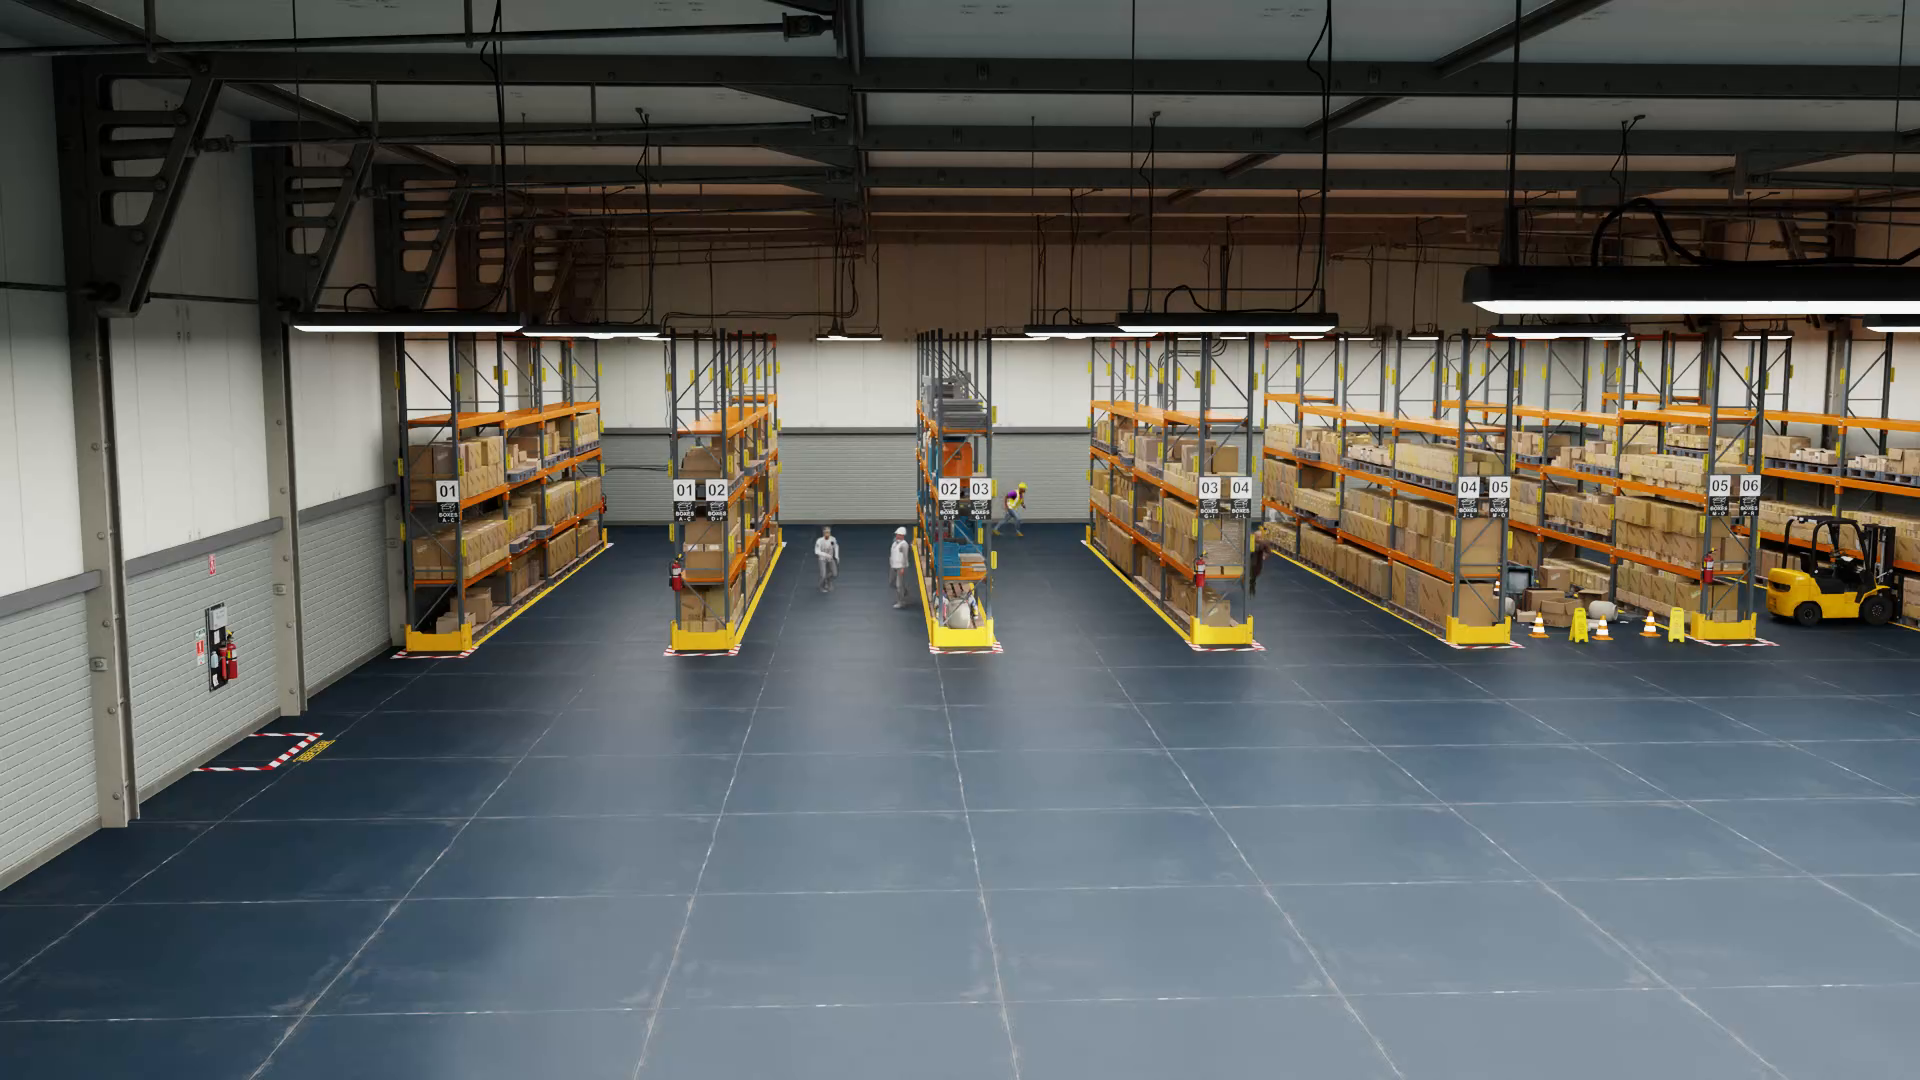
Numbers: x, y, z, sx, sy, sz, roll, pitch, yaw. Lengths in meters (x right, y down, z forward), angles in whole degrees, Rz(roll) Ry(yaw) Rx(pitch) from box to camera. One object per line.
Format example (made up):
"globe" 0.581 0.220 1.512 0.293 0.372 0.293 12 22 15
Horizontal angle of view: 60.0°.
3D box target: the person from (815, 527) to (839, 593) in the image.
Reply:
"person" -3.045 0.458 38.121 0.604 1.573 0.746 -3 7 -21

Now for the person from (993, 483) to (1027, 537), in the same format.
"person" 1.499 -0.900 49.343 1.078 1.613 0.720 3 7 25

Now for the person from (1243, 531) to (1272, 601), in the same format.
"person" 6.583 0.541 37.250 0.697 1.588 1.180 0 7 -1

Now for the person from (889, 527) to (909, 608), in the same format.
"person" -1.295 0.581 36.255 0.543 1.765 0.721 -5 8 -35

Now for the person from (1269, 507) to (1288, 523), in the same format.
"person" 9.616 -1.084 50.163 0.648 1.846 0.804 6 9 42
